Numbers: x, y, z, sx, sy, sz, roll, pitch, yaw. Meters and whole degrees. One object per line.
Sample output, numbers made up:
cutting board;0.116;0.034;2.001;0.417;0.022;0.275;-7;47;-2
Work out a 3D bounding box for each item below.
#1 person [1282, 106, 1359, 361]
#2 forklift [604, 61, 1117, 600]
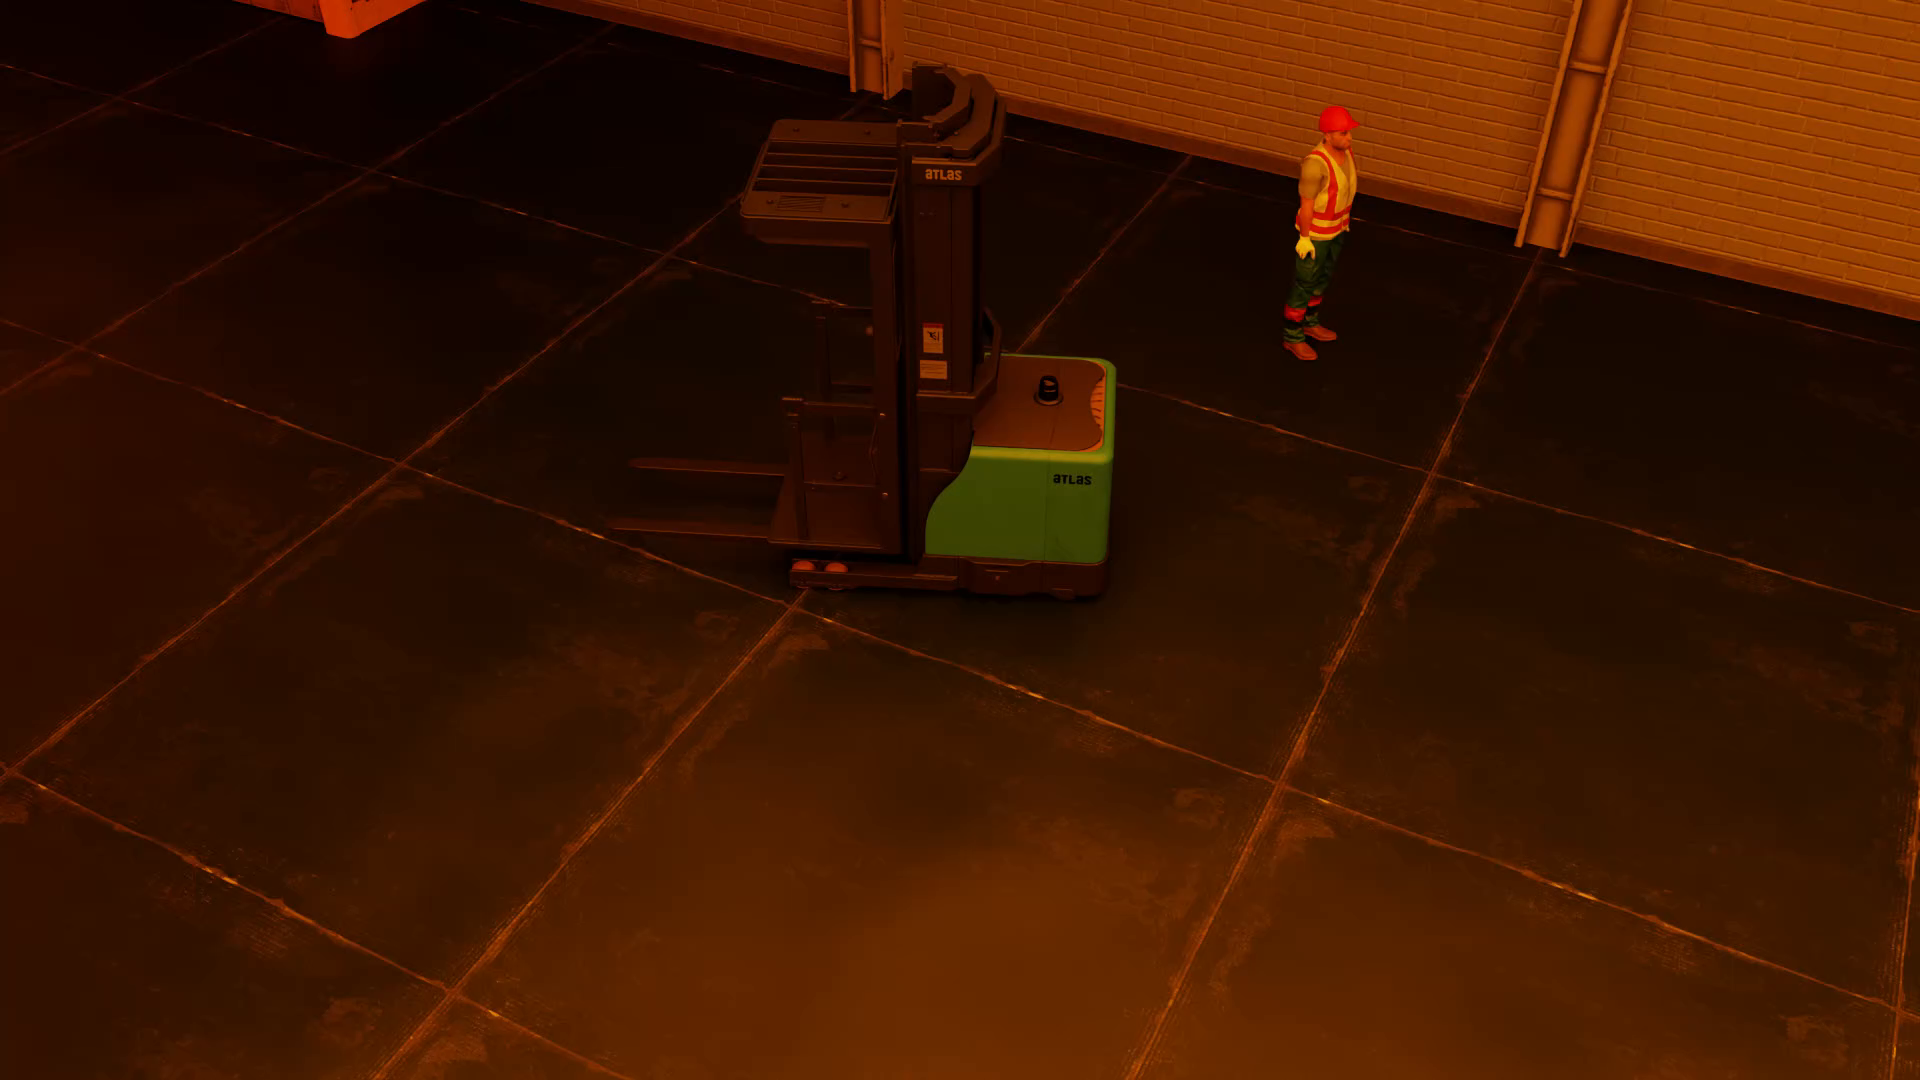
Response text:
person;2.498;-2.116;11.385;0.368;1.795;0.525;27;47;28
forklift;-0.606;-1.157;9.360;3.031;2.935;1.130;3;40;4
